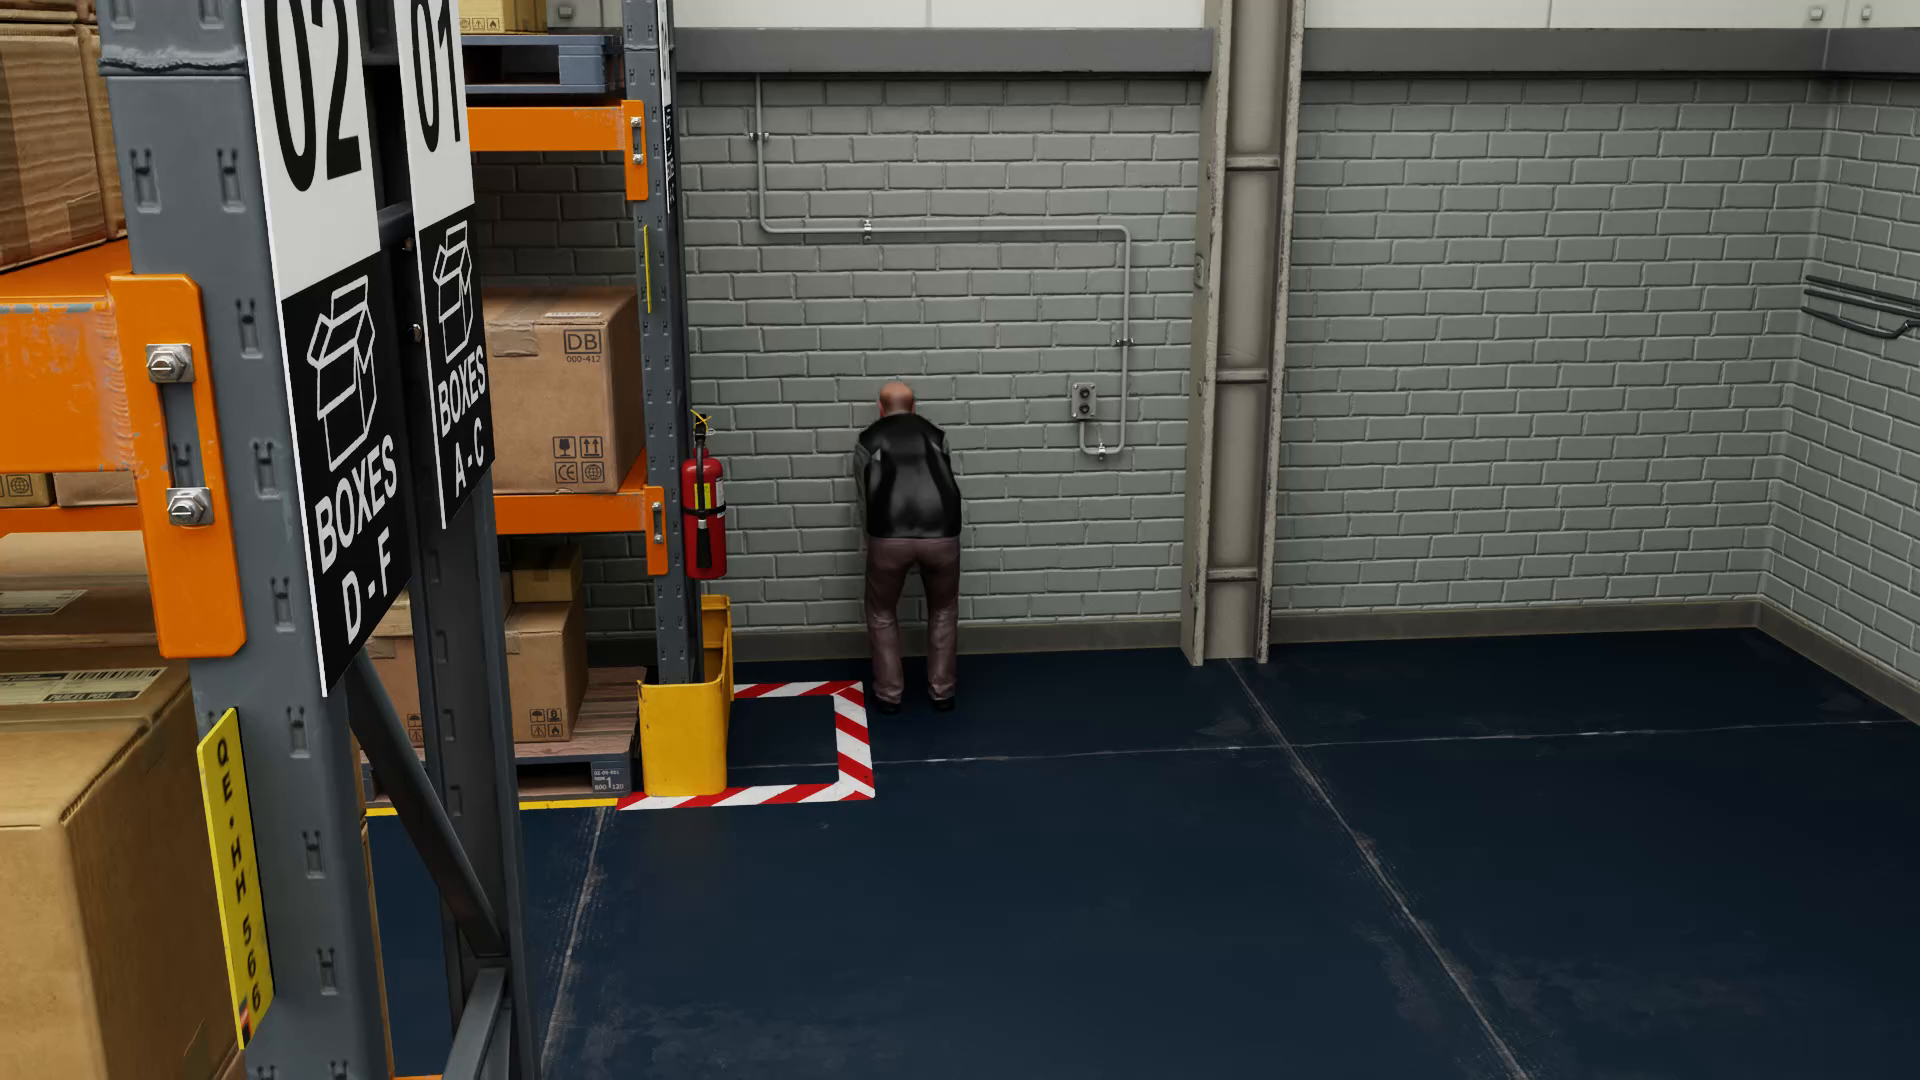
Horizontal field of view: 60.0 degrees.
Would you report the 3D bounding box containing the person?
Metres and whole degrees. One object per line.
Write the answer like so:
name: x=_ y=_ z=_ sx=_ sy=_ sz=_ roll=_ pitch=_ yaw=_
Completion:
person: x=-0.258 y=0.031 z=7.912 sx=0.469 sy=1.480 sz=0.796 roll=-3 pitch=17 yaw=-9
